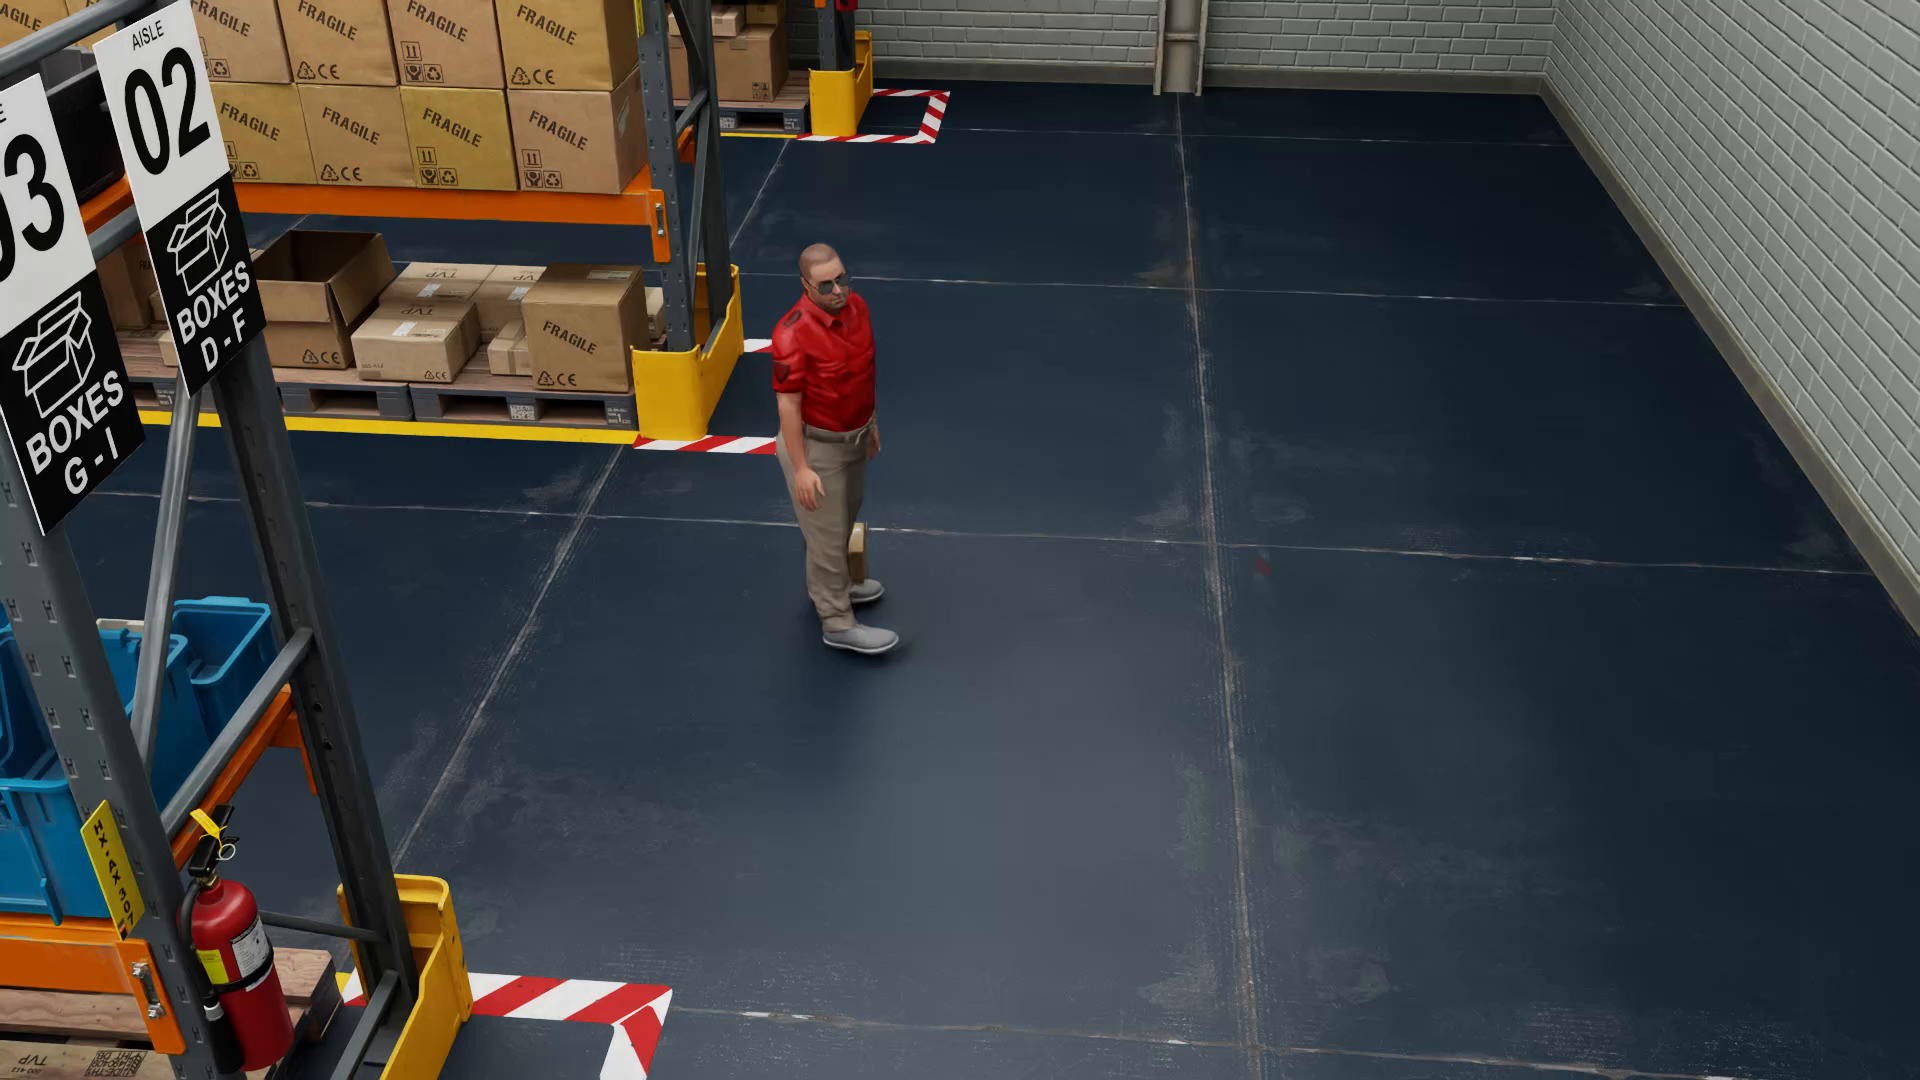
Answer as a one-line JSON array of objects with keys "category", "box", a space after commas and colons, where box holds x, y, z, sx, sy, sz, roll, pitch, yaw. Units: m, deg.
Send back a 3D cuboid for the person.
[{"category": "person", "box": [-0.534, -0.372, 6.721, 0.386, 1.577, 0.431, 16, 35, 24]}]
